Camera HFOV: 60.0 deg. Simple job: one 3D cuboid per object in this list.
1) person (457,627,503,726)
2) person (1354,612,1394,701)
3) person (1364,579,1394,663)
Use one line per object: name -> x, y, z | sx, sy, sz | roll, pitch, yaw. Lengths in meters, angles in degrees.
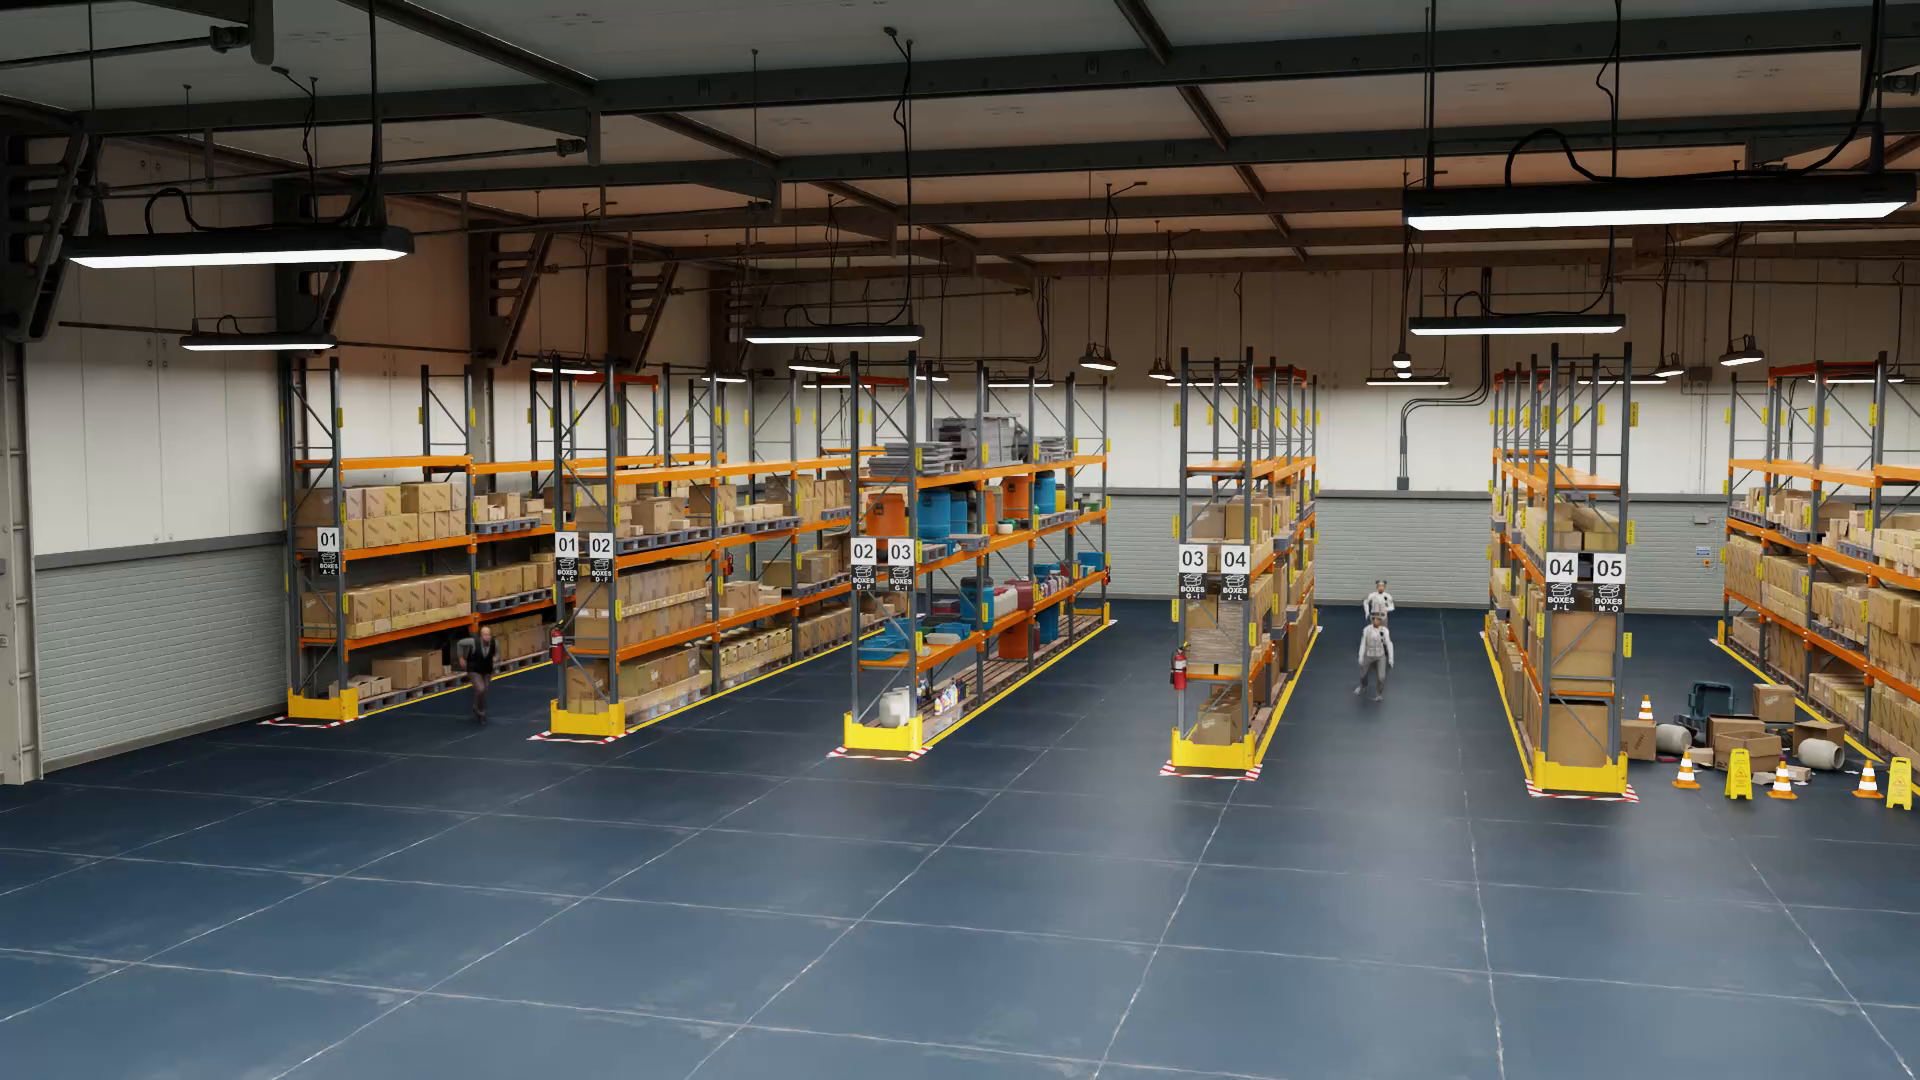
person -> -7.881, 2.222, 27.260 | 0.703, 1.662, 0.985 | -3, 5, -32
person -> 7.352, 2.036, 29.497 | 0.733, 1.592, 0.645 | 2, 4, 21
person -> 8.610, 1.656, 34.126 | 0.564, 1.718, 0.685 | 0, 4, 5
